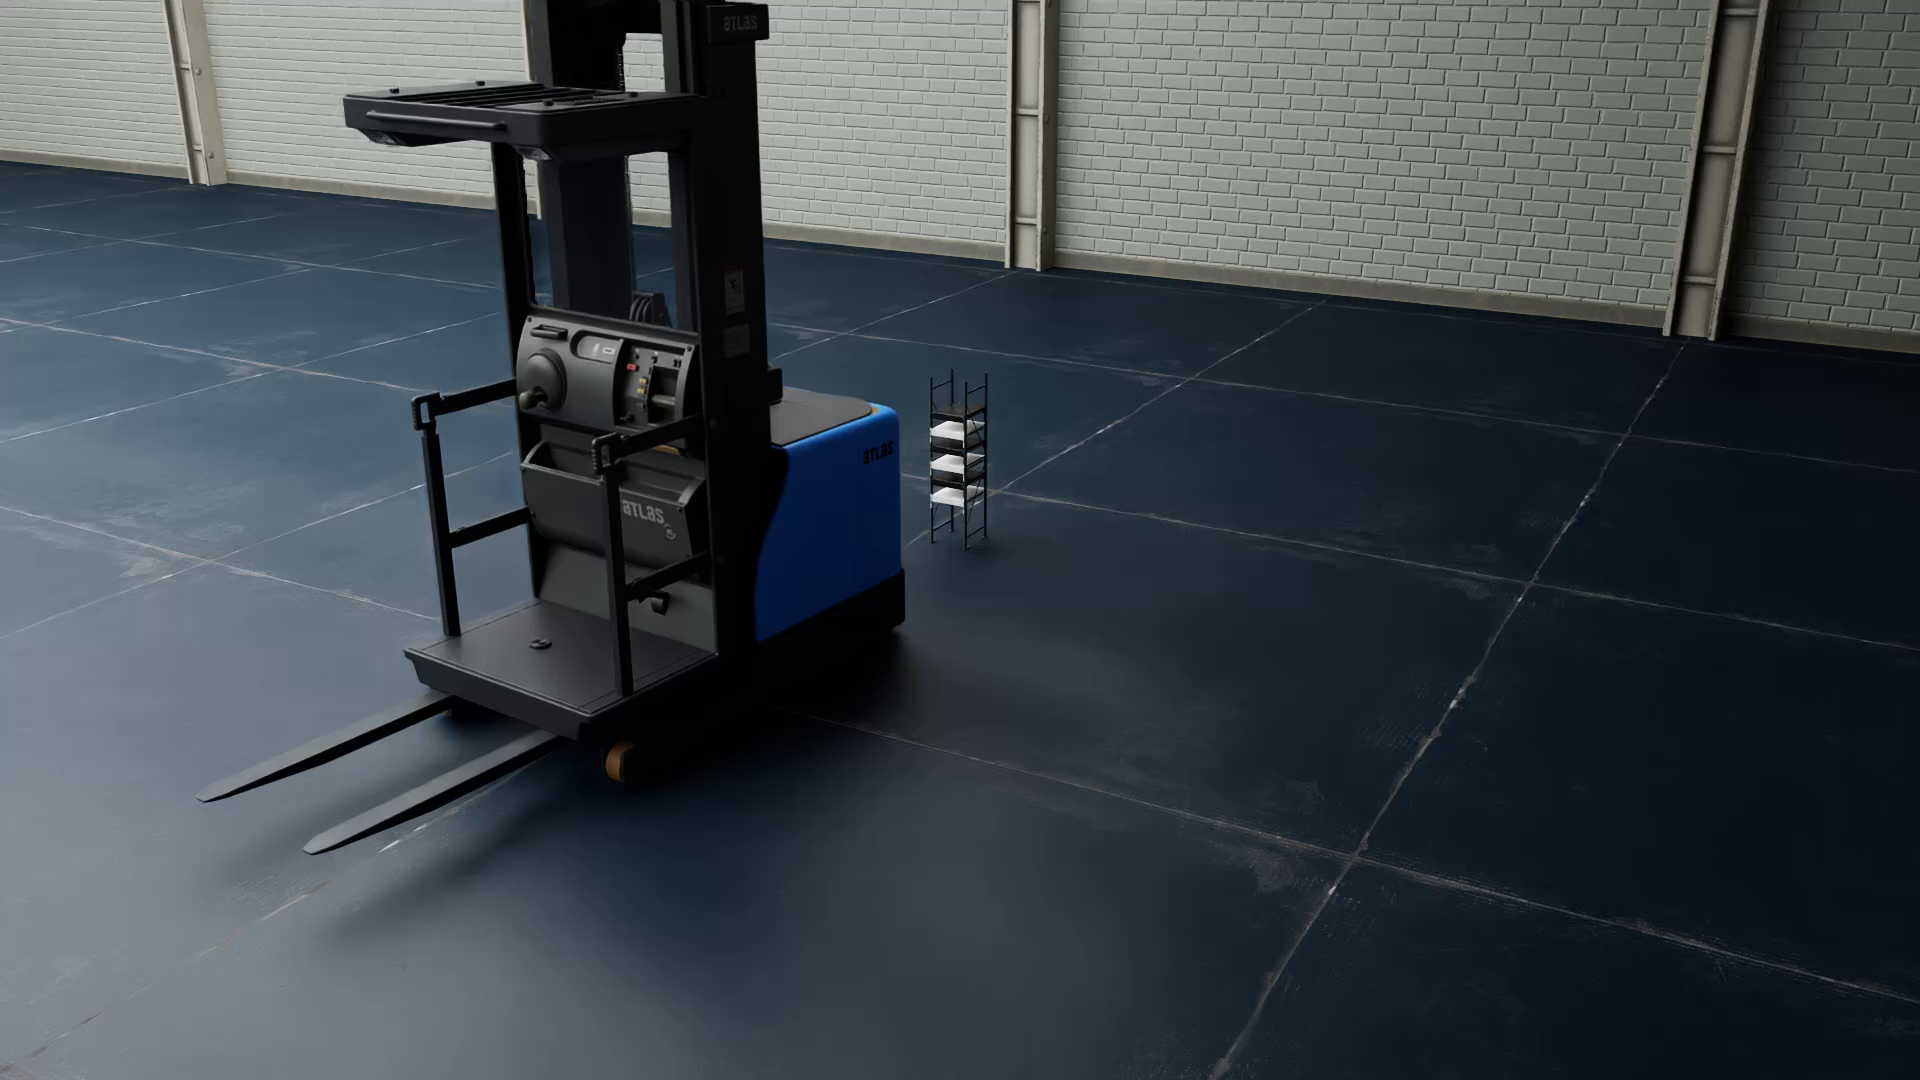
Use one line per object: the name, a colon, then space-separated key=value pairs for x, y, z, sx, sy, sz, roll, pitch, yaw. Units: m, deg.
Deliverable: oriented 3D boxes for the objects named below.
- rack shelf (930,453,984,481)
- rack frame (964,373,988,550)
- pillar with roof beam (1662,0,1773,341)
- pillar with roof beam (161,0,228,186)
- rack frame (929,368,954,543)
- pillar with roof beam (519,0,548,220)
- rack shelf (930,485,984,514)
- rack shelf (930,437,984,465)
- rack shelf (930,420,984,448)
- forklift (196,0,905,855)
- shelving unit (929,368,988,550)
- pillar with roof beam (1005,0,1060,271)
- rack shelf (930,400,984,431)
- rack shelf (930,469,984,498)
rack shelf: x=-0.007 y=-0.393 z=8.727 sx=0.200 sy=0.077 sz=0.258 roll=11 pitch=23 yaw=27
rack frame: x=0.082 y=-0.407 z=8.669 sx=0.006 sy=0.900 sz=0.240 roll=11 pitch=23 yaw=27
pillar with roof beam: x=3.819 y=-4.615 z=8.391 sx=0.400 sy=9.000 sz=9.100 roll=11 pitch=23 yaw=27
pillar with roof beam: x=-11.896 y=-7.608 z=16.643 sx=0.400 sy=9.000 sz=9.100 roll=11 pitch=23 yaw=27
rack frame: x=-0.096 y=-0.441 z=8.762 sx=0.006 sy=0.900 sz=0.240 roll=11 pitch=23 yaw=27
pillar with roof beam: x=-6.658 y=-6.610 z=13.892 sx=0.400 sy=9.000 sz=9.100 roll=11 pitch=23 yaw=27
rack shelf: x=-0.007 y=-0.224 z=8.788 sx=0.200 sy=0.077 sz=0.258 roll=11 pitch=23 yaw=27
rack shelf: x=-0.007 y=-0.478 z=8.696 sx=0.200 sy=0.077 sz=0.258 roll=11 pitch=23 yaw=27
rack shelf: x=-0.007 y=-0.562 z=8.665 sx=0.200 sy=0.077 sz=0.258 roll=11 pitch=23 yaw=27
forklift: x=-1.508 y=-0.636 z=6.320 sx=1.130 sy=2.935 sz=3.031 roll=13 pitch=24 yaw=33
shelving unit: x=-0.007 y=-0.424 z=8.715 sx=0.210 sy=0.900 sz=0.258 roll=11 pitch=23 yaw=27
pillar with roof beam: x=-1.419 y=-5.613 z=11.141 sx=0.400 sy=9.000 sz=9.100 roll=11 pitch=23 yaw=27
rack shelf: x=-0.007 y=-0.647 z=8.635 sx=0.200 sy=0.077 sz=0.258 roll=11 pitch=23 yaw=27
rack shelf: x=-0.007 y=-0.308 z=8.757 sx=0.200 sy=0.077 sz=0.258 roll=11 pitch=23 yaw=27
